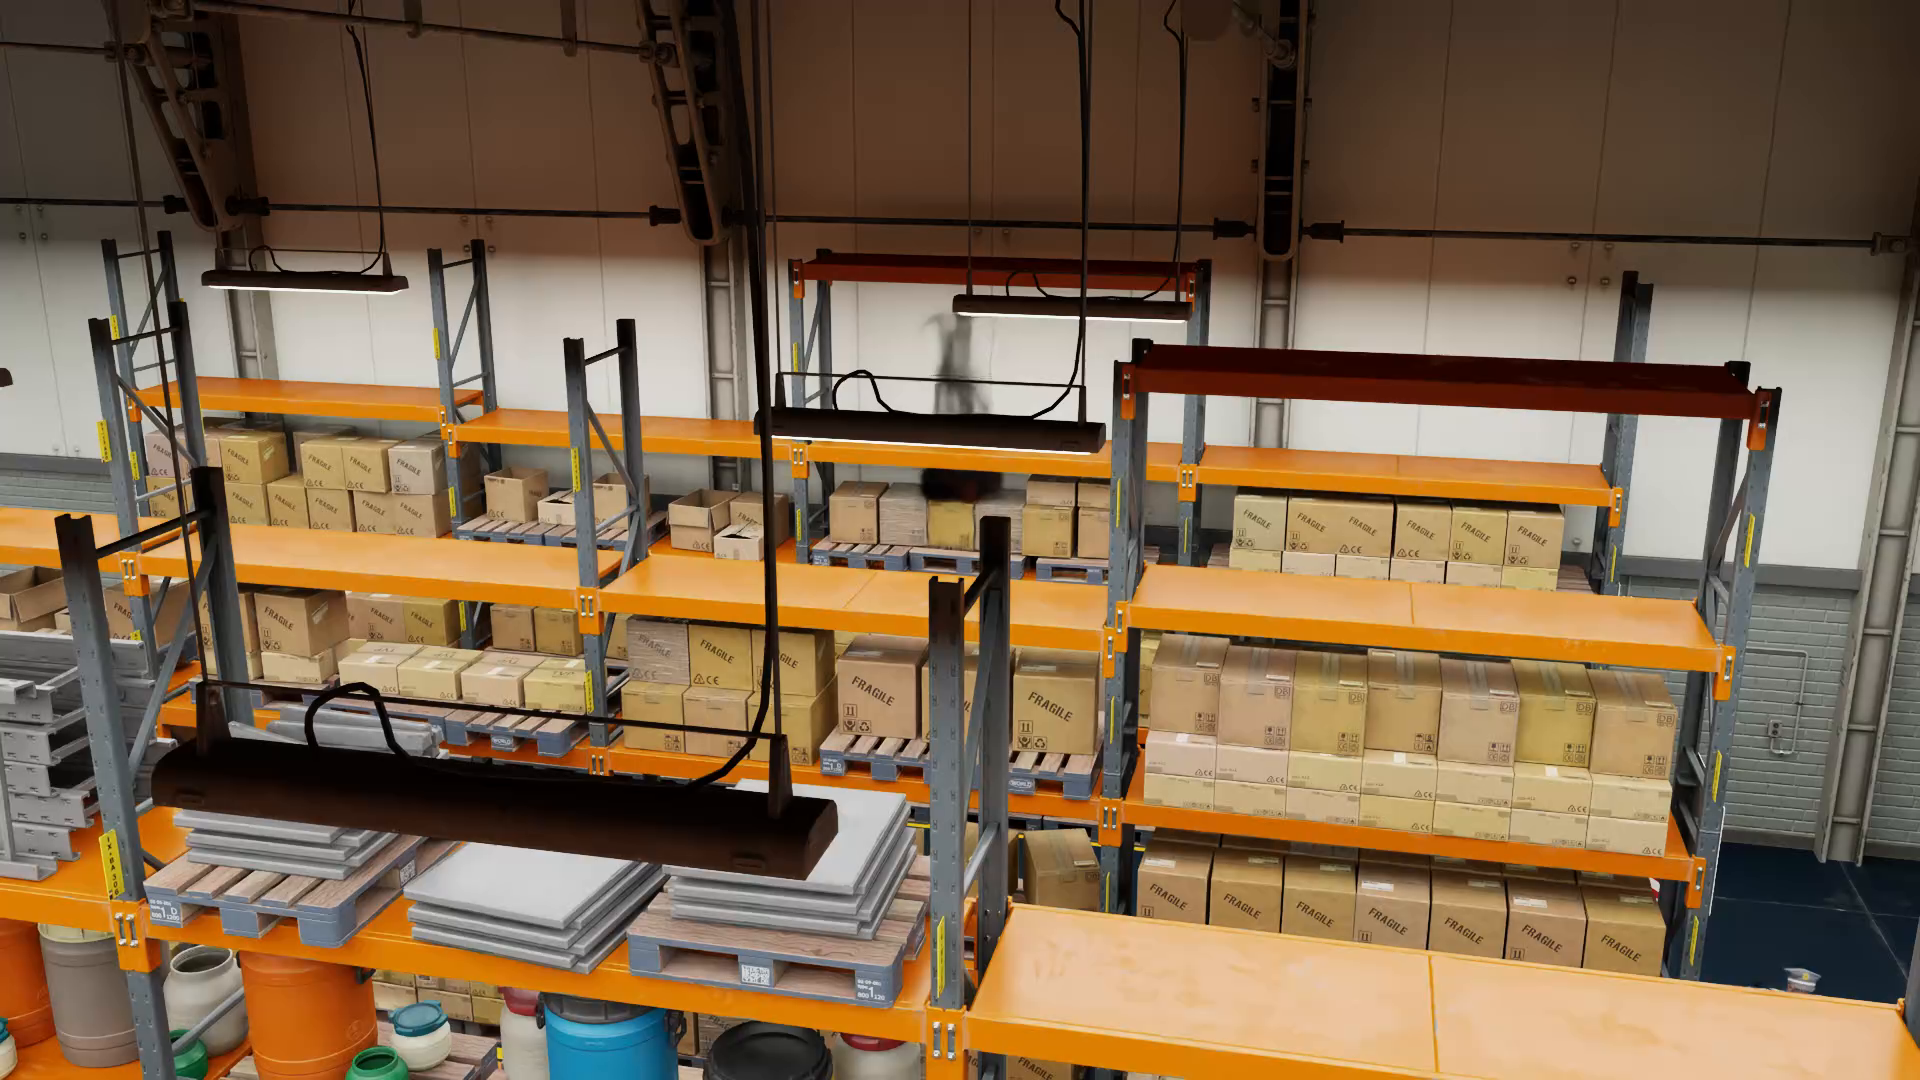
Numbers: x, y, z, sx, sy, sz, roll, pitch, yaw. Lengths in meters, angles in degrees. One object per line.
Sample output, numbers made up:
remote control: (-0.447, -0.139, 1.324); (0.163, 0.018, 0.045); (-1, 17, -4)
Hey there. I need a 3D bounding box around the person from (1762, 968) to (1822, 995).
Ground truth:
person: (6.010, 3.867, 12.088); (0.613, 1.843, 1.017); (4, 17, 12)
